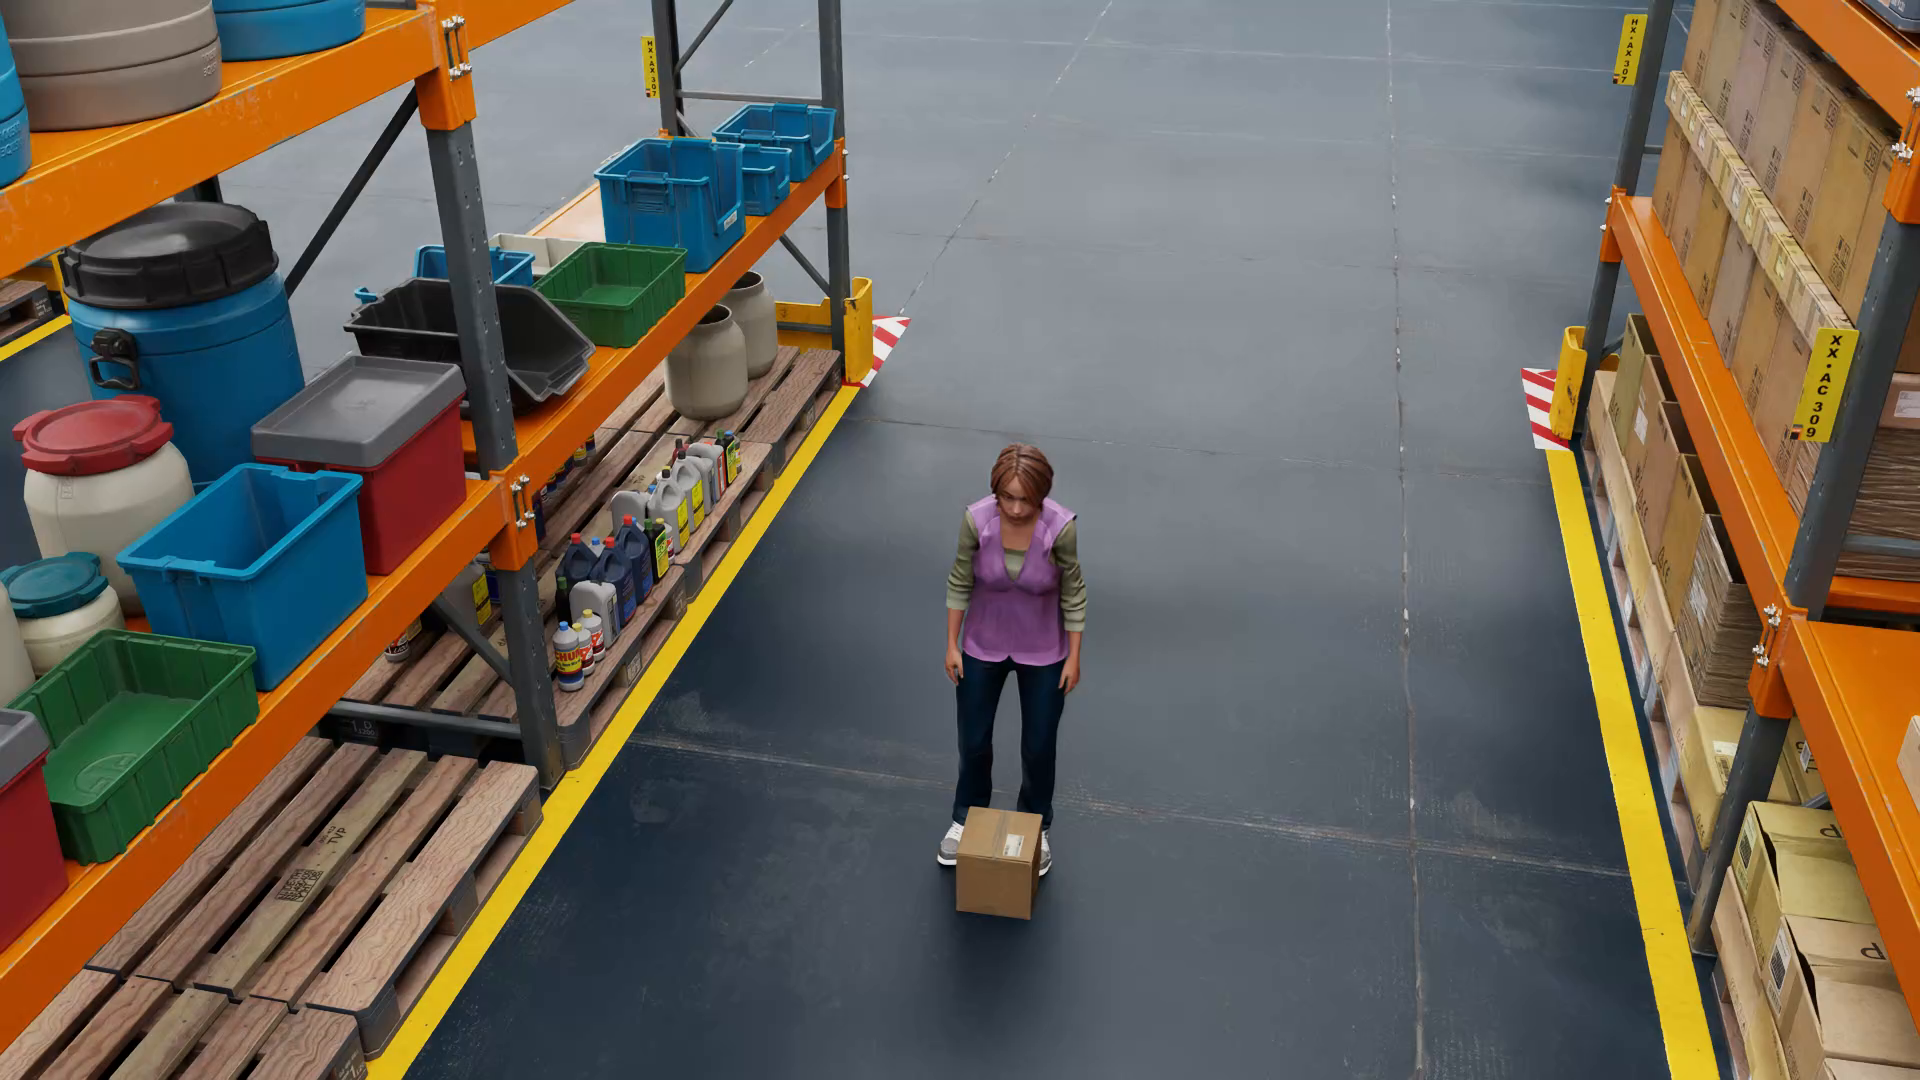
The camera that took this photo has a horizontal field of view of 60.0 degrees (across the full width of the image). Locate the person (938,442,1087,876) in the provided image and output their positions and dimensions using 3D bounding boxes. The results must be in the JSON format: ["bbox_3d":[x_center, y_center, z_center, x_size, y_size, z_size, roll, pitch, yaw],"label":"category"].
[{"bbox_3d":[0.172,0.382,5.455,0.471,1.592,0.348,5,30,8],"label":"person"}]
